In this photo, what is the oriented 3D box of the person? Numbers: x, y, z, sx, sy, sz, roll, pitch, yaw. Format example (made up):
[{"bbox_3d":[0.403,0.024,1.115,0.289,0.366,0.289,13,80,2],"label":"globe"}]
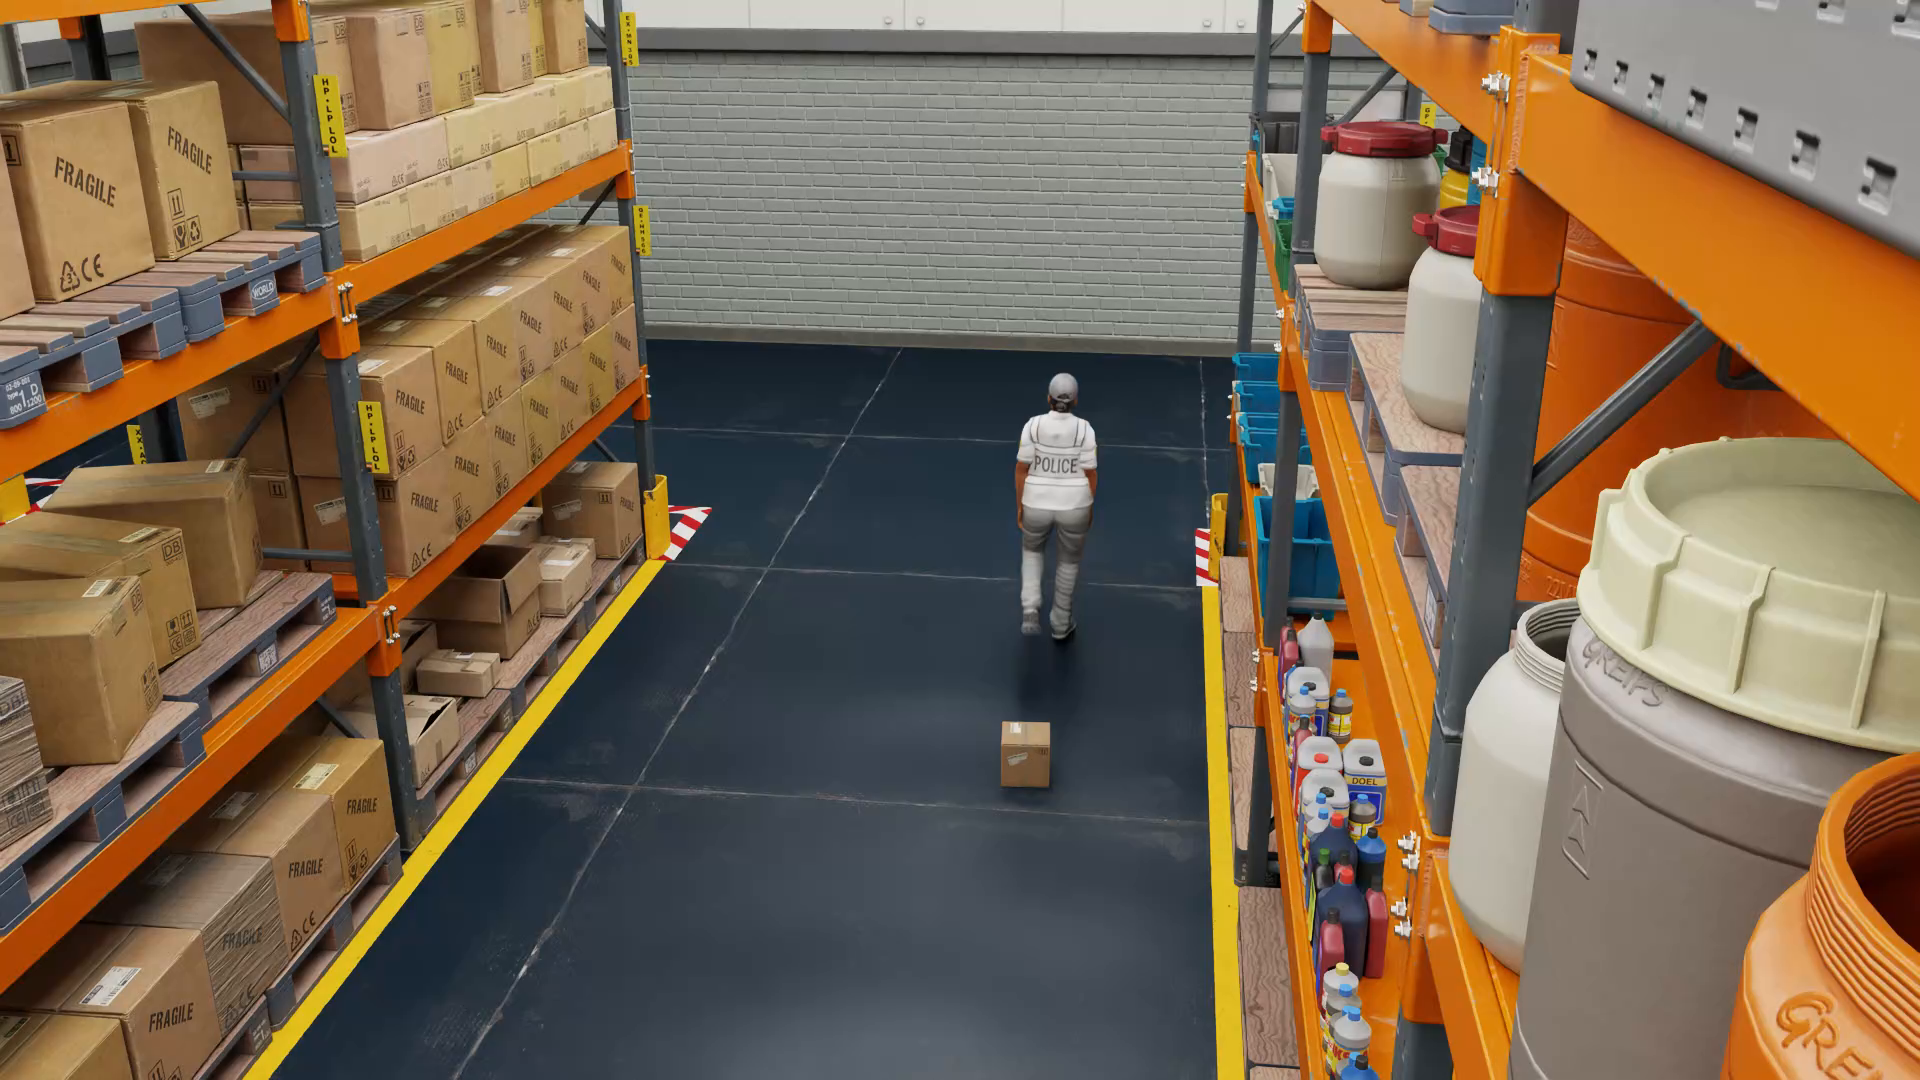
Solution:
[{"bbox_3d":[0.573,-0.186,9.992,0.486,1.654,0.479,4,22,10],"label":"person"}]
